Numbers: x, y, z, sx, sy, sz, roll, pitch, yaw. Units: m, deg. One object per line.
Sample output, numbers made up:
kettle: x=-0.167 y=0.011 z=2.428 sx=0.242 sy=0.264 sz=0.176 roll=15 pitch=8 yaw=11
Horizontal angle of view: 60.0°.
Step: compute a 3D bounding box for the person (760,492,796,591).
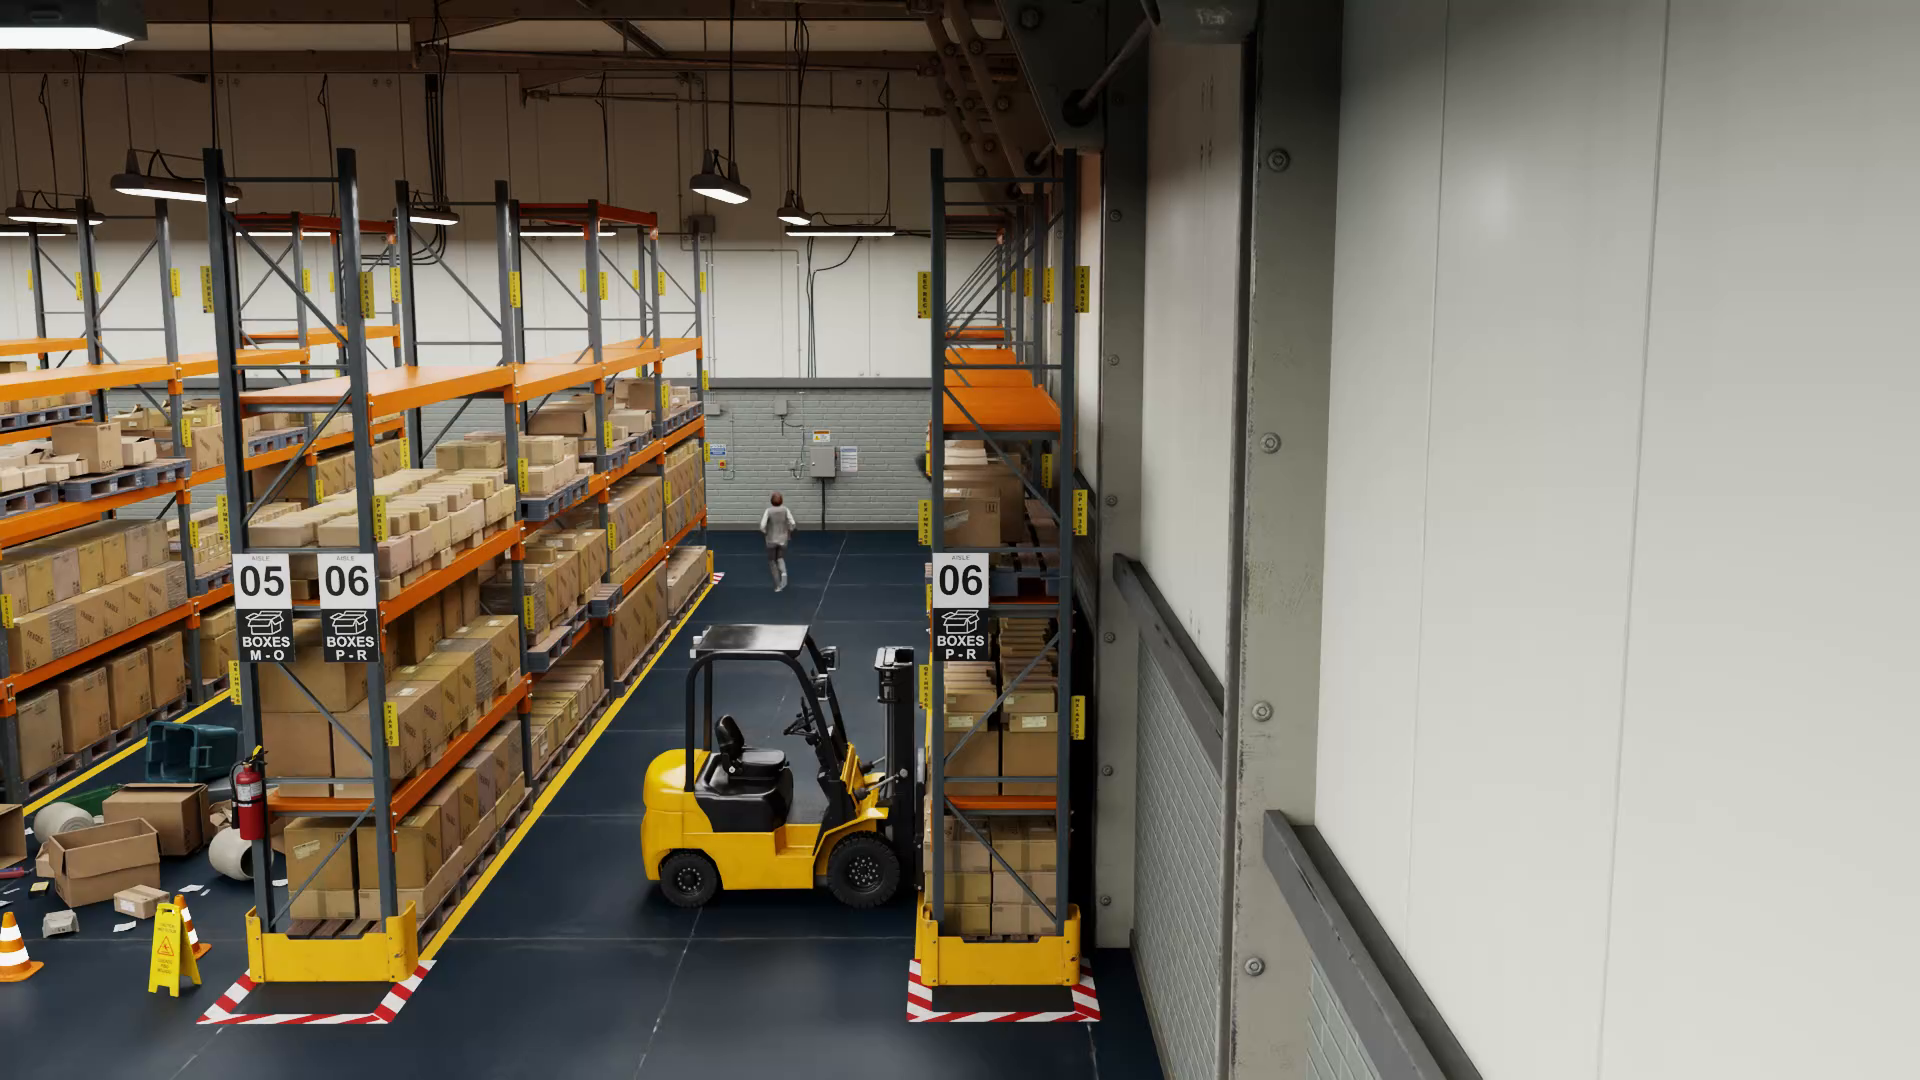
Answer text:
person: x=-2.808 y=0.045 z=25.566 sx=0.543 sy=1.550 sz=0.487 roll=-3 pitch=10 yaw=-16
